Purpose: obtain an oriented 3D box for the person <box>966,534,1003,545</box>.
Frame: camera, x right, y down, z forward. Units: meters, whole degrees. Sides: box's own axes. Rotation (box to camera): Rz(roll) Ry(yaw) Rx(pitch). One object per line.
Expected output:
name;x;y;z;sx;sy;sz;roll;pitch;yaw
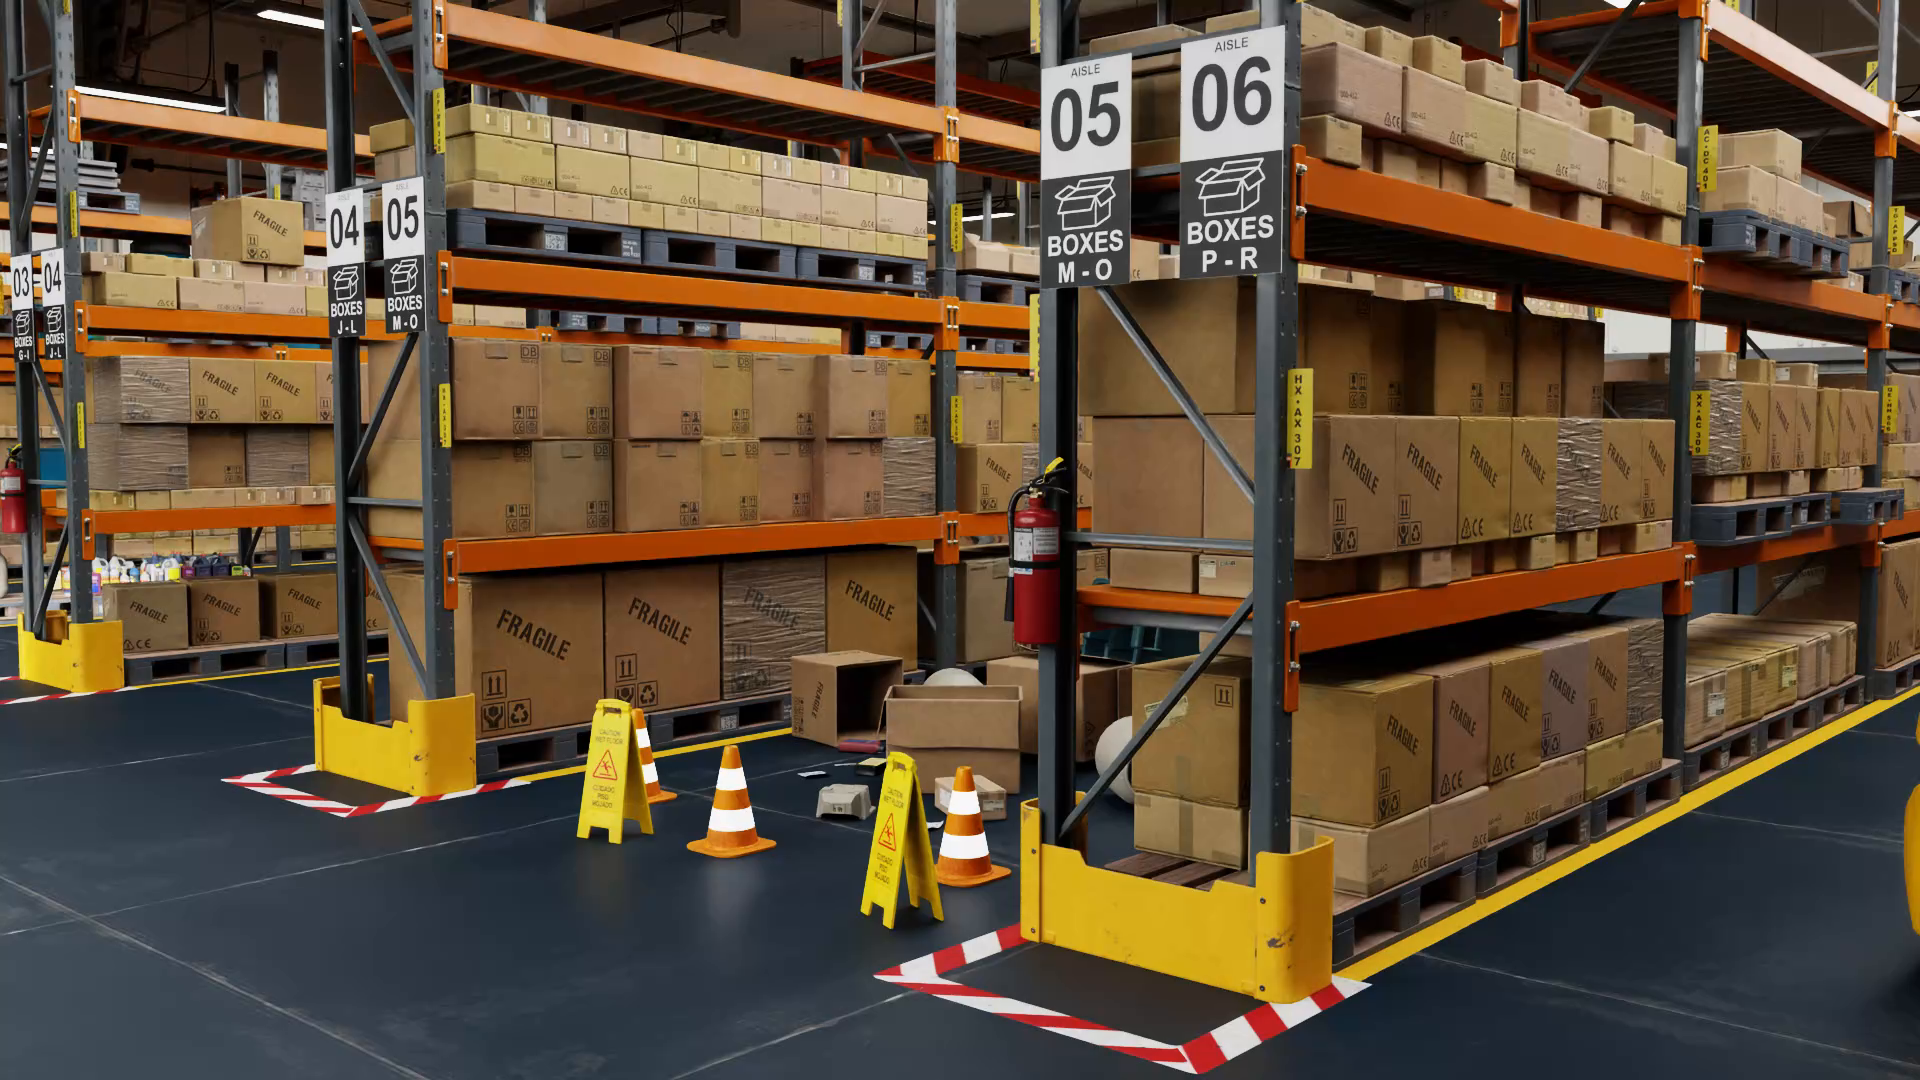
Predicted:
person;0.292;-0.080;17.819;0.604;1.583;0.426;-3;5;-37
